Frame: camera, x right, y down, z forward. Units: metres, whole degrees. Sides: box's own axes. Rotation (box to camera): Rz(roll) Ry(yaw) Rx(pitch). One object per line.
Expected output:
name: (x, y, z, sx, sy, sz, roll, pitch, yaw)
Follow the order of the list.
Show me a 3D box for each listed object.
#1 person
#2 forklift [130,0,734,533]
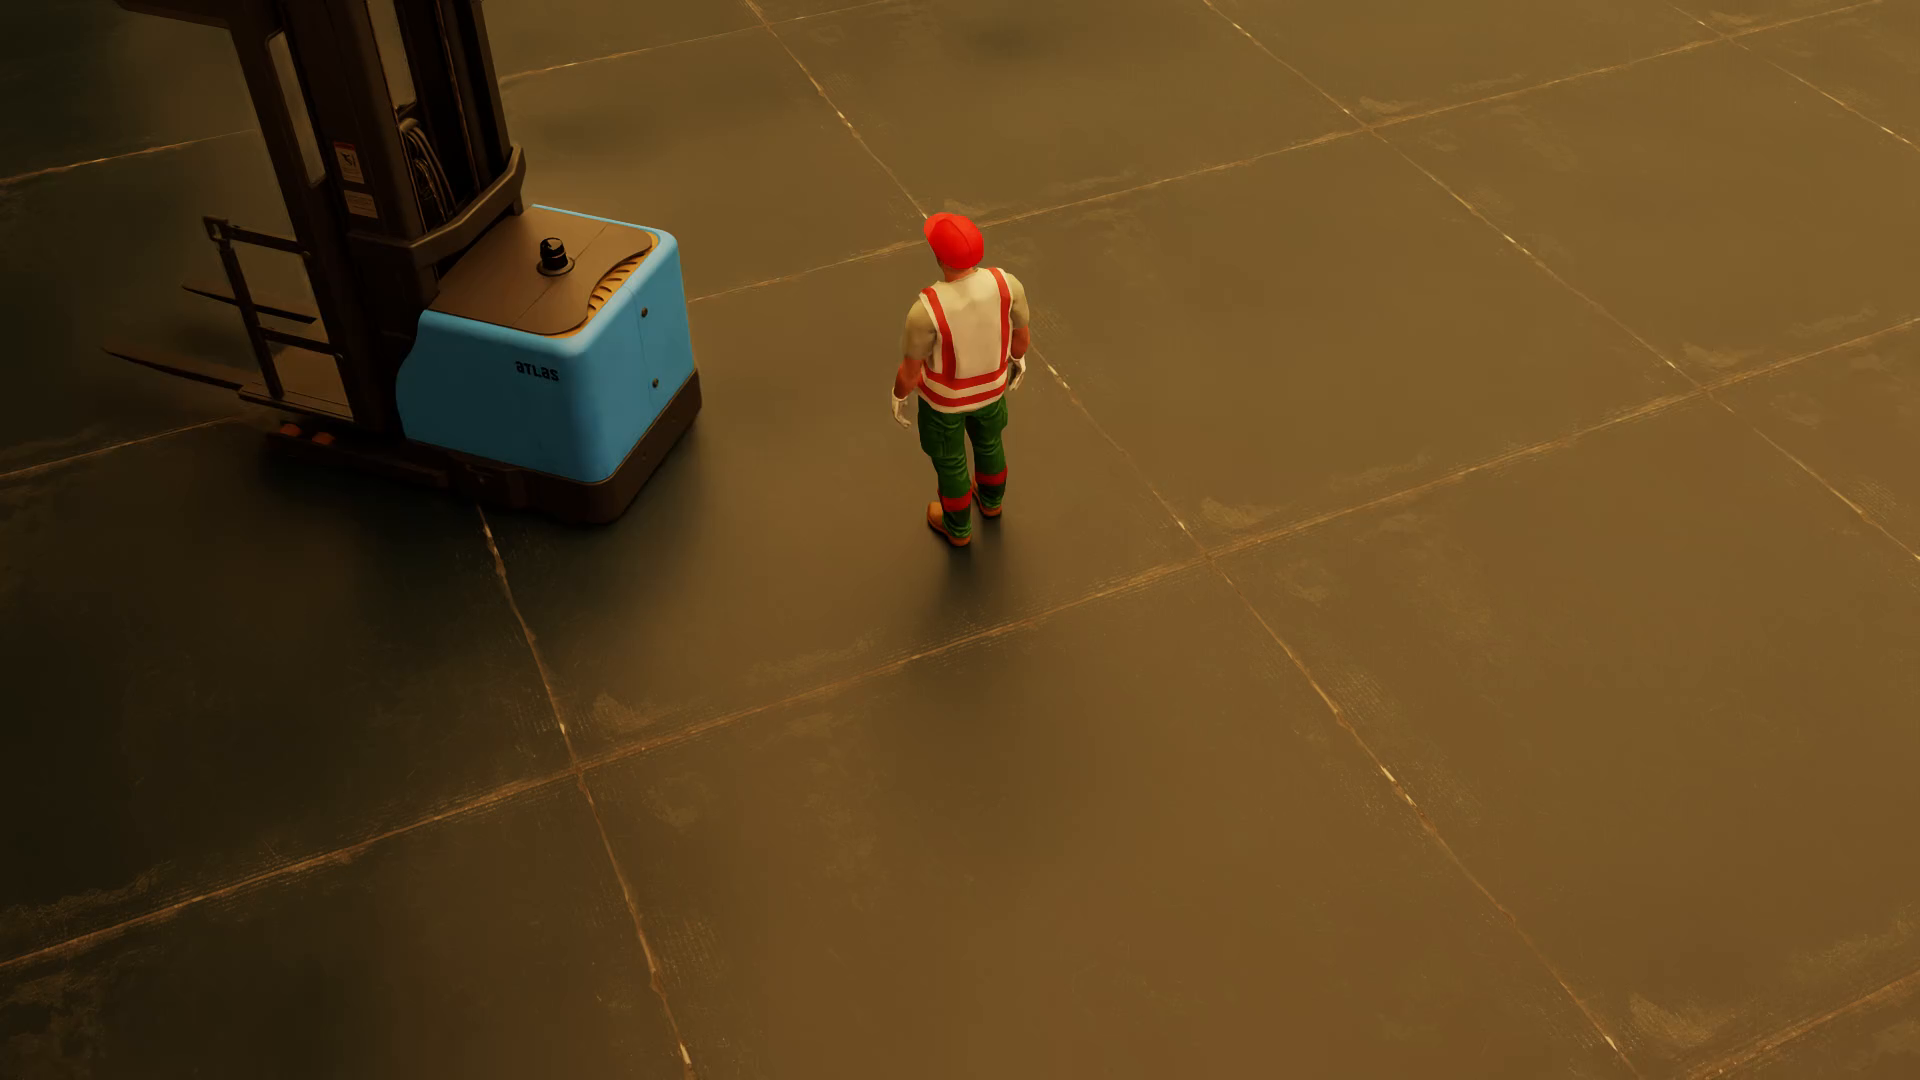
person: (0.042, -0.752, 7.320, 0.663, 1.793, 0.624, 13, 45, 13)
forklift: (-2.720, -1.722, 7.526, 3.031, 2.935, 1.130, 14, 45, 14)
